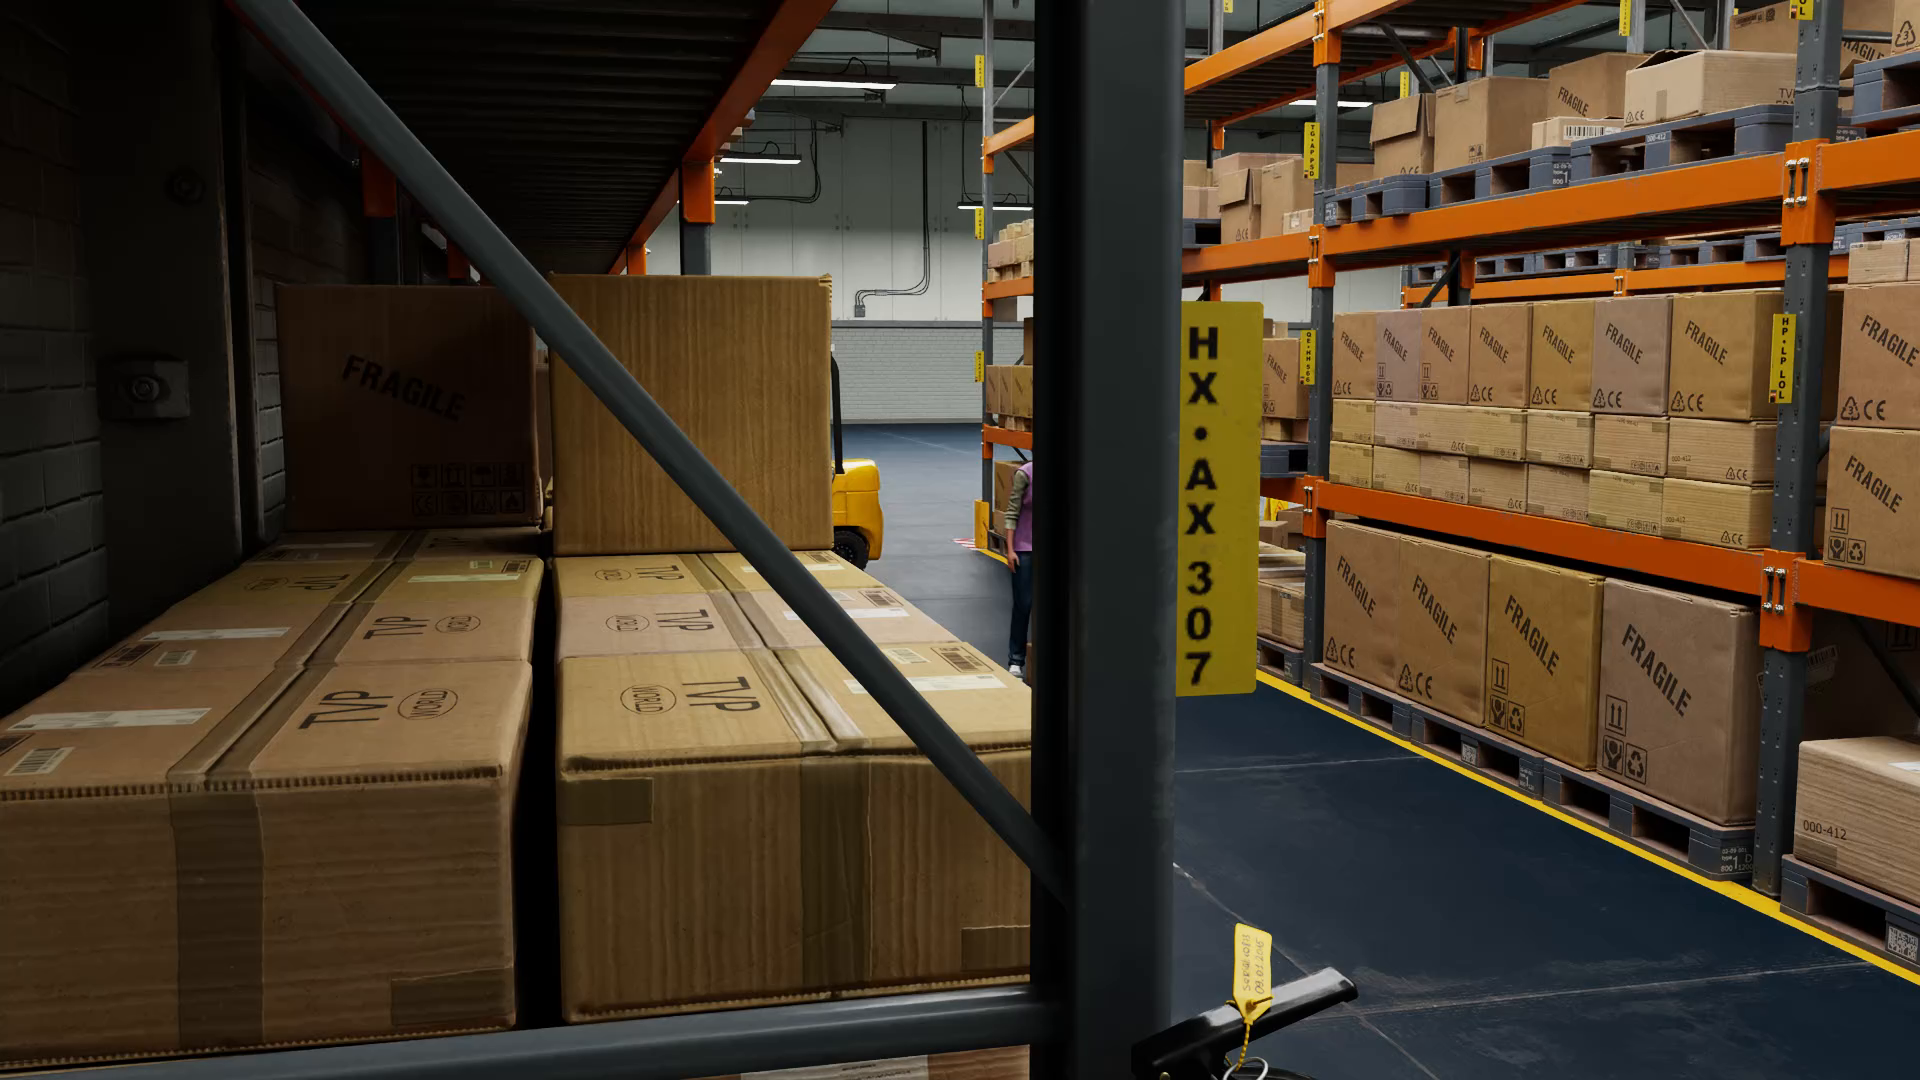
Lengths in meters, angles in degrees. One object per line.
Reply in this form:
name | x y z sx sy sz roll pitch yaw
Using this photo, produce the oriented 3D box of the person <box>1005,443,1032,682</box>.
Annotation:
person | 0.511 0.094 10.534 0.470 1.591 0.366 -2 7 -15
